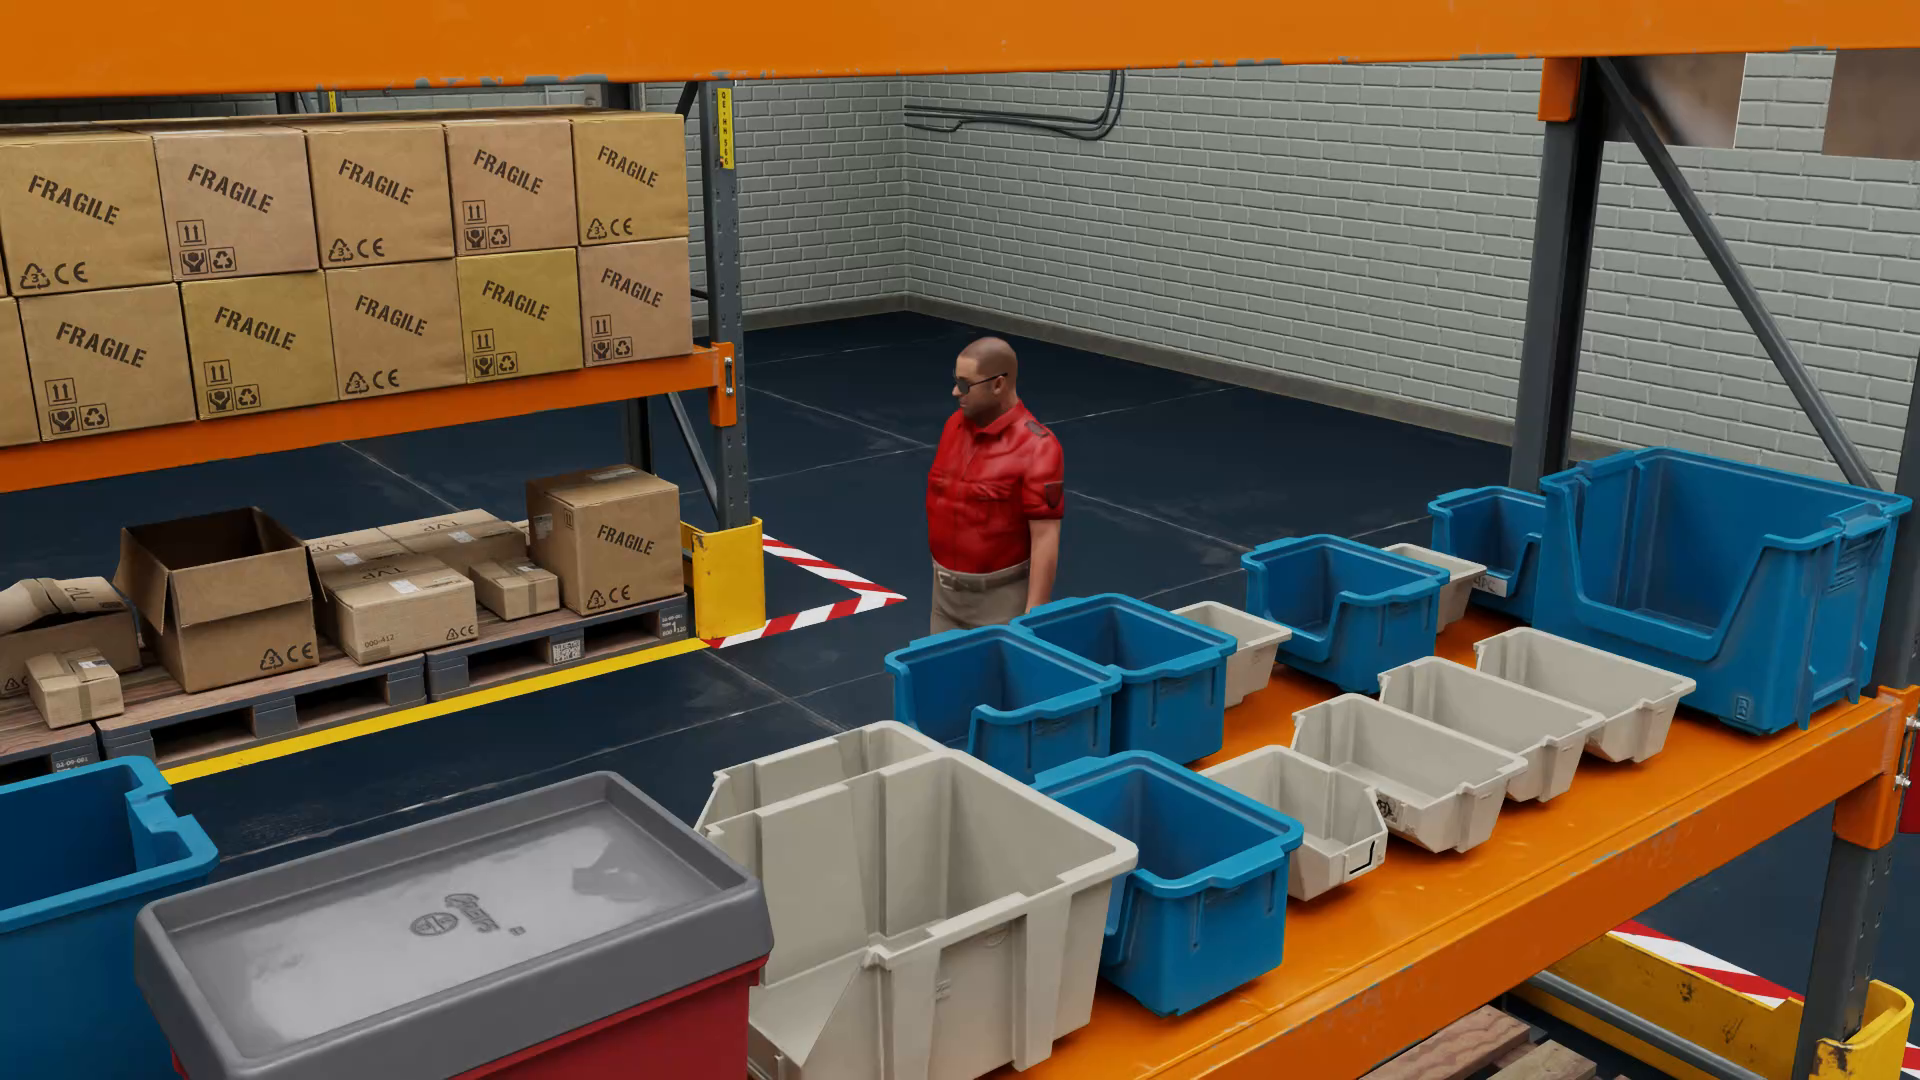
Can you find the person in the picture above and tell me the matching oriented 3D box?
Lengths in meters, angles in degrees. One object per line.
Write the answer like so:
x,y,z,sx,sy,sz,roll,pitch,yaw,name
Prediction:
0.092,0.201,5.388,0.364,1.731,0.559,-16,24,-42,person
